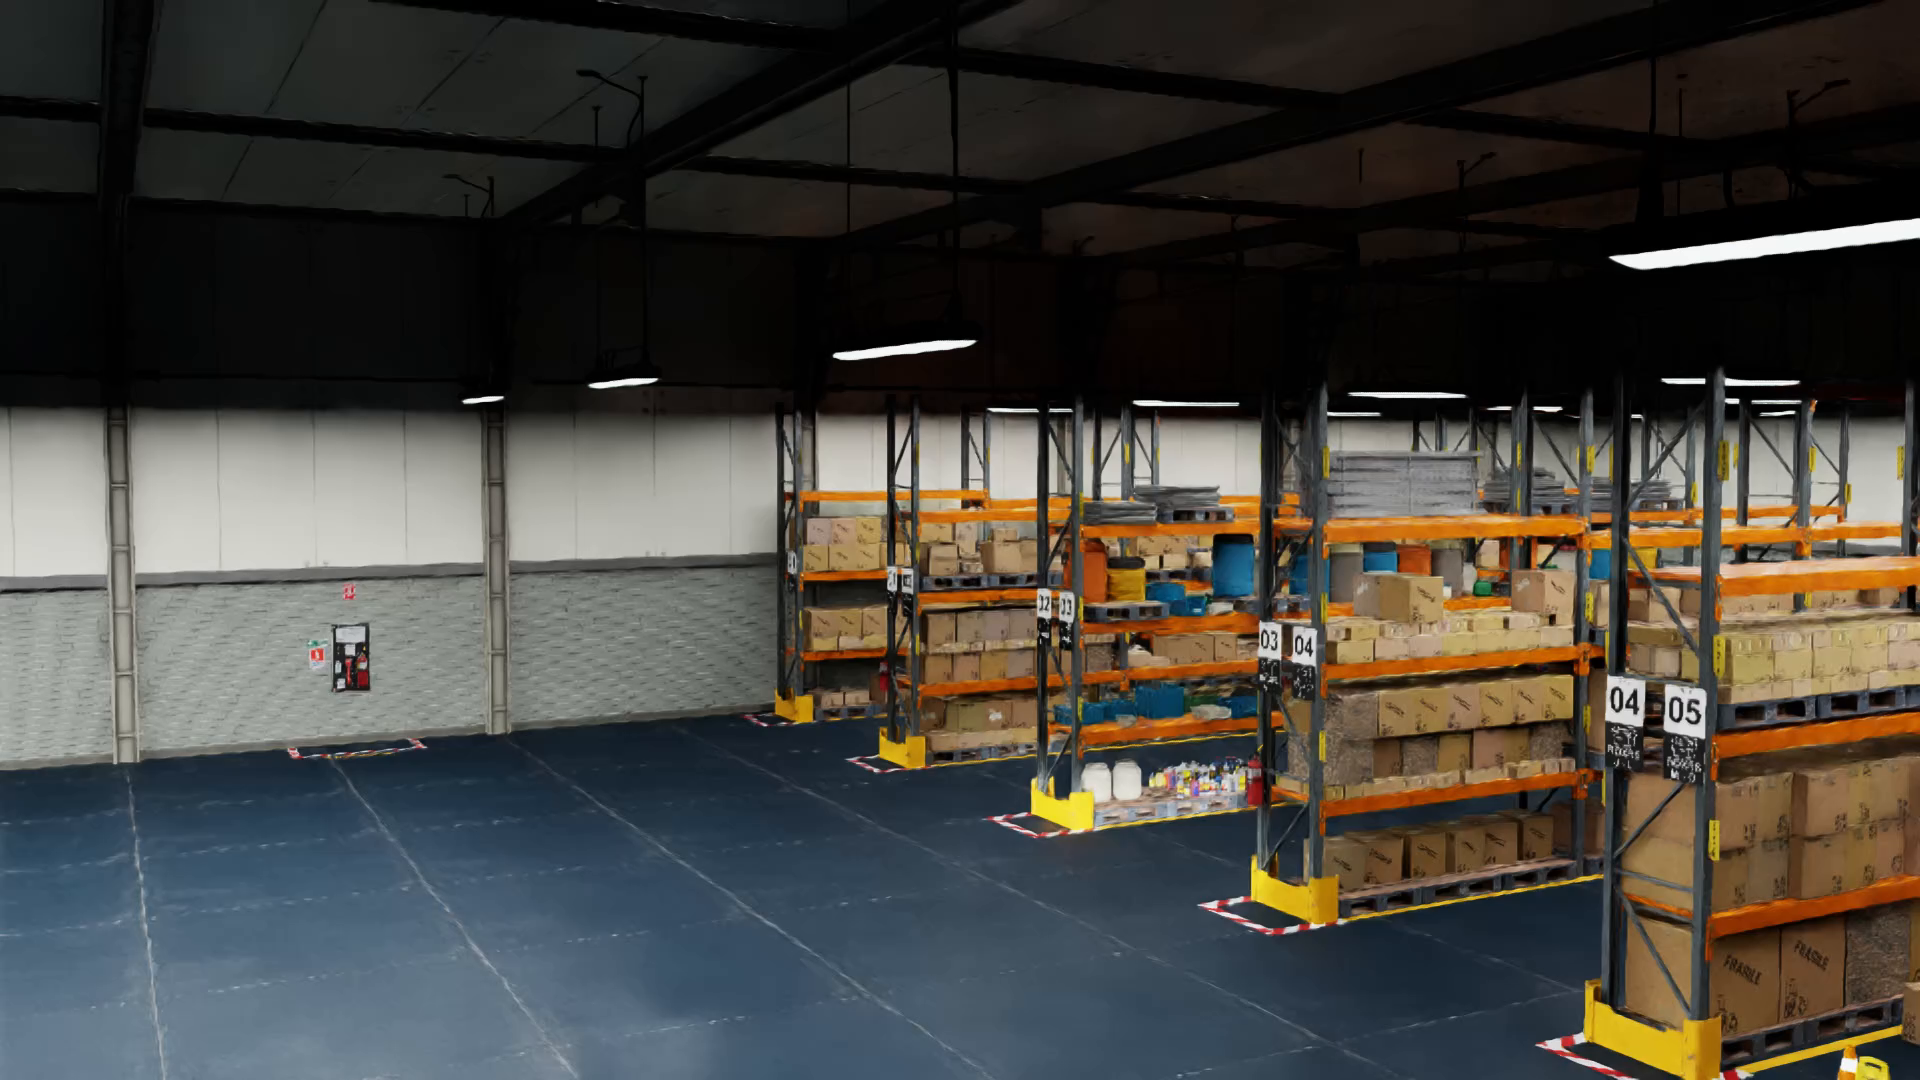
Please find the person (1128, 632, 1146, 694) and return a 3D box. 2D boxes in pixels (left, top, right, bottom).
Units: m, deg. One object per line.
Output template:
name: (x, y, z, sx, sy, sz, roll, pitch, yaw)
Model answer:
person: (3.378, 2.553, 31.917, 0.531, 1.629, 0.592, -2, 4, -30)
